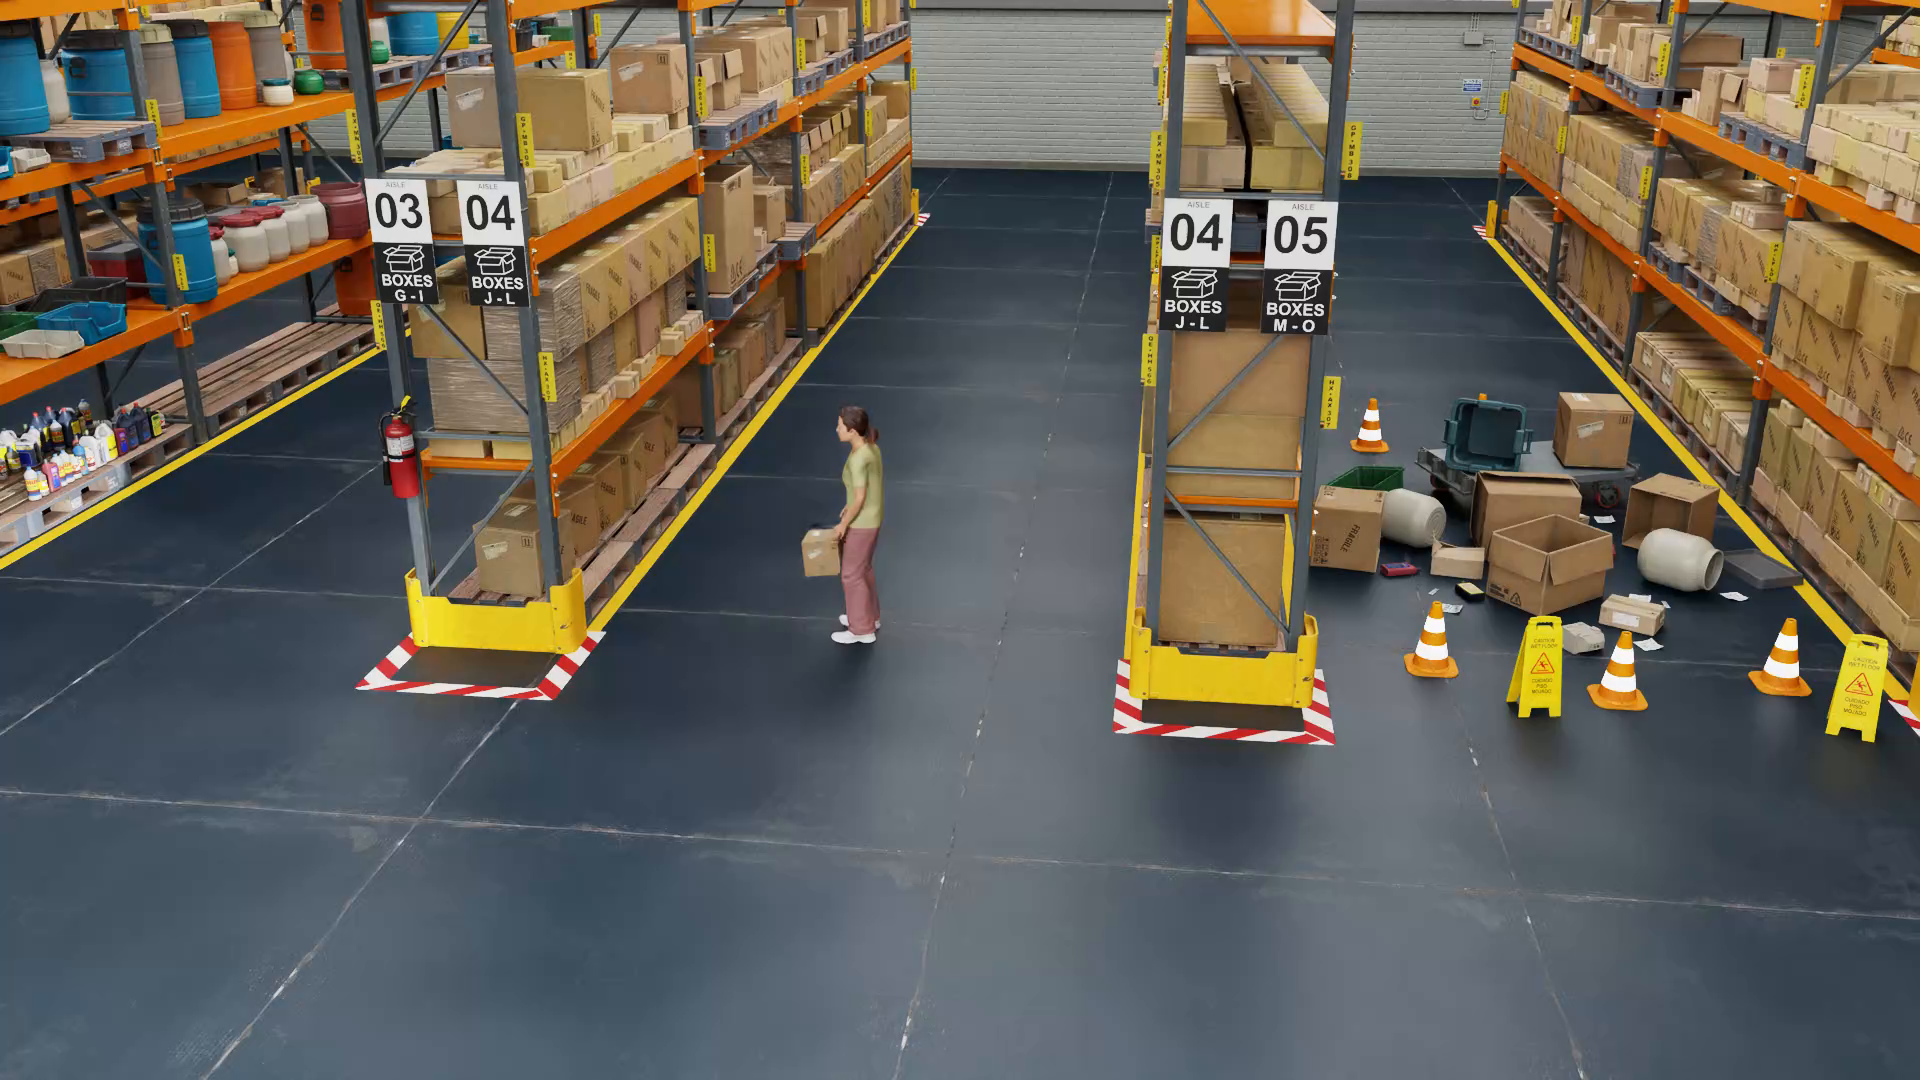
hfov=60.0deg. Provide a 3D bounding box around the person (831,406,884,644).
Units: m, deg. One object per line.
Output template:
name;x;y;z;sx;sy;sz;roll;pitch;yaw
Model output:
person;-0.701;-0.113;11.372;0.366;1.676;0.480;2;21;5
